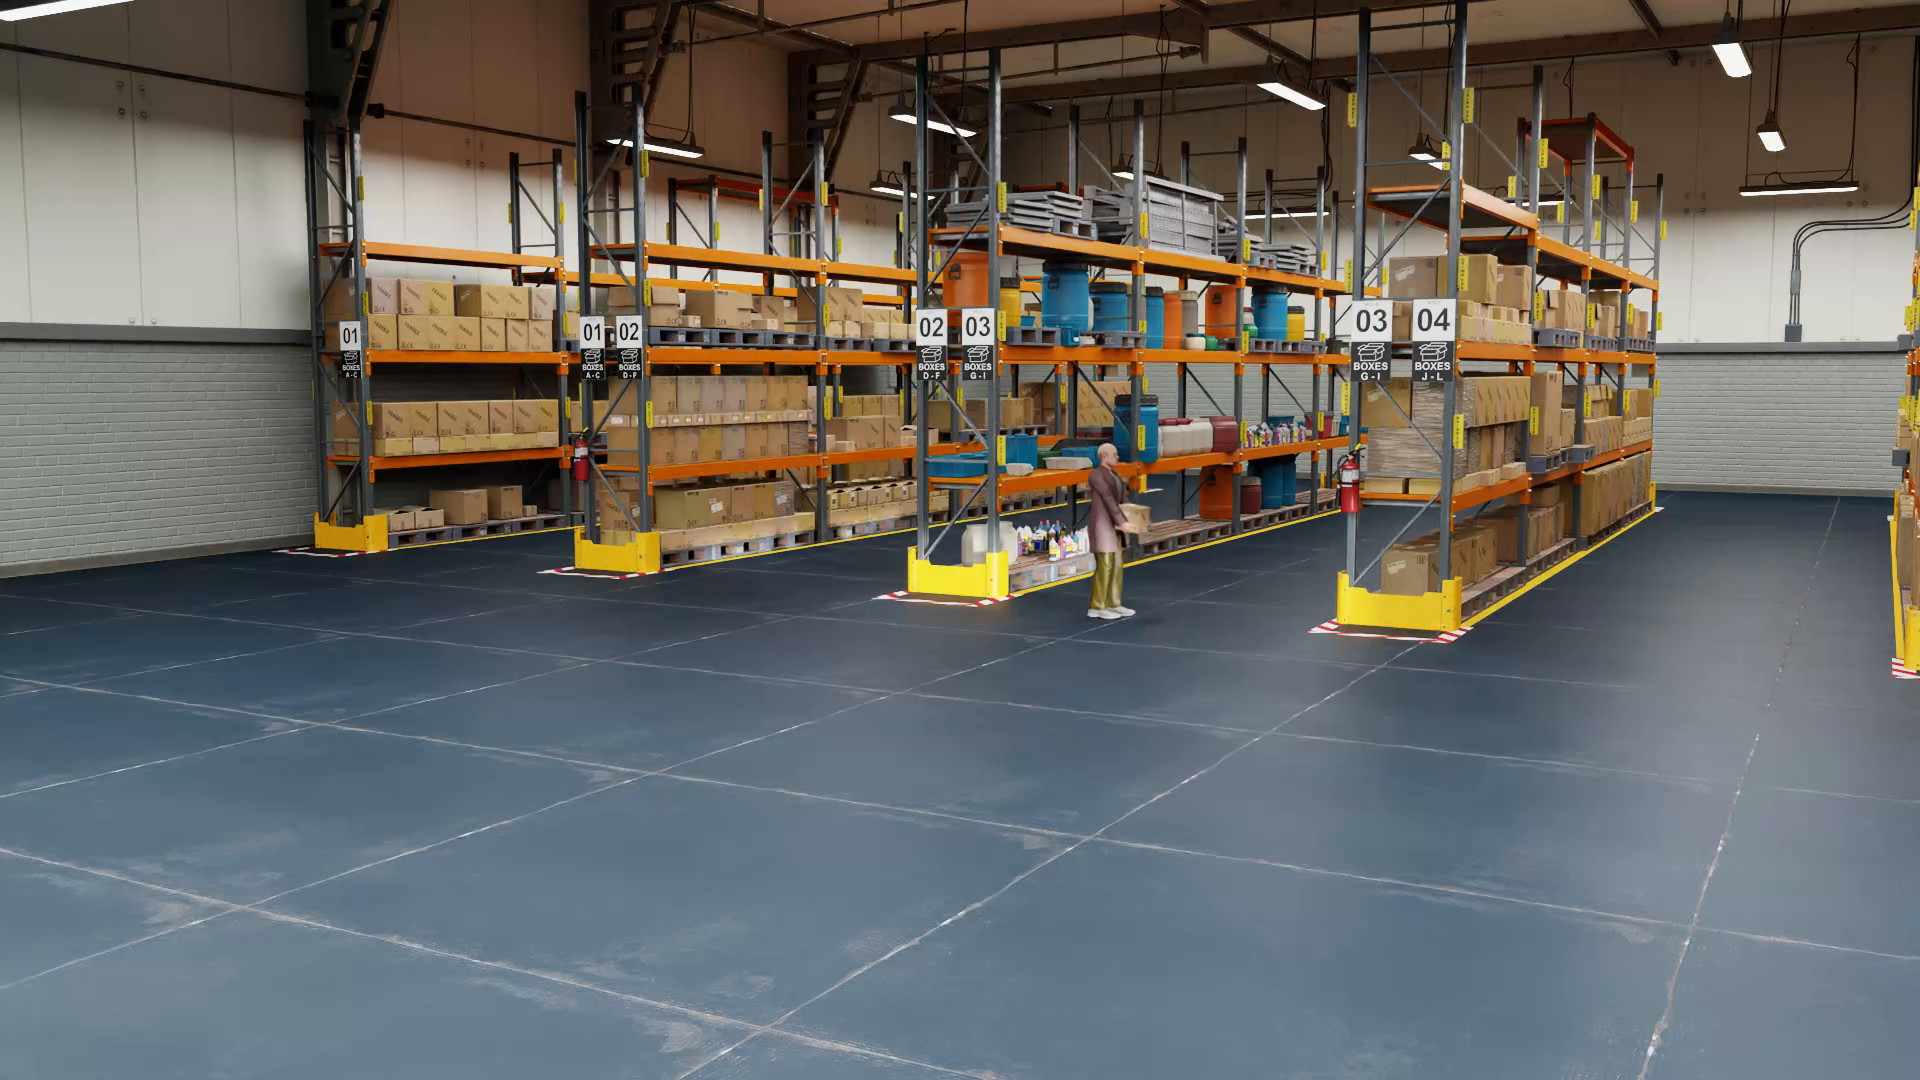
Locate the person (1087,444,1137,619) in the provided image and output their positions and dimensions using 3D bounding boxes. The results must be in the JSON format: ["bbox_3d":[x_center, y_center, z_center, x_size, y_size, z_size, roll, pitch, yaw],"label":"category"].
[{"bbox_3d":[1.597,-0.093,16.997,0.559,1.780,0.527,3,7,28],"label":"person"}]
